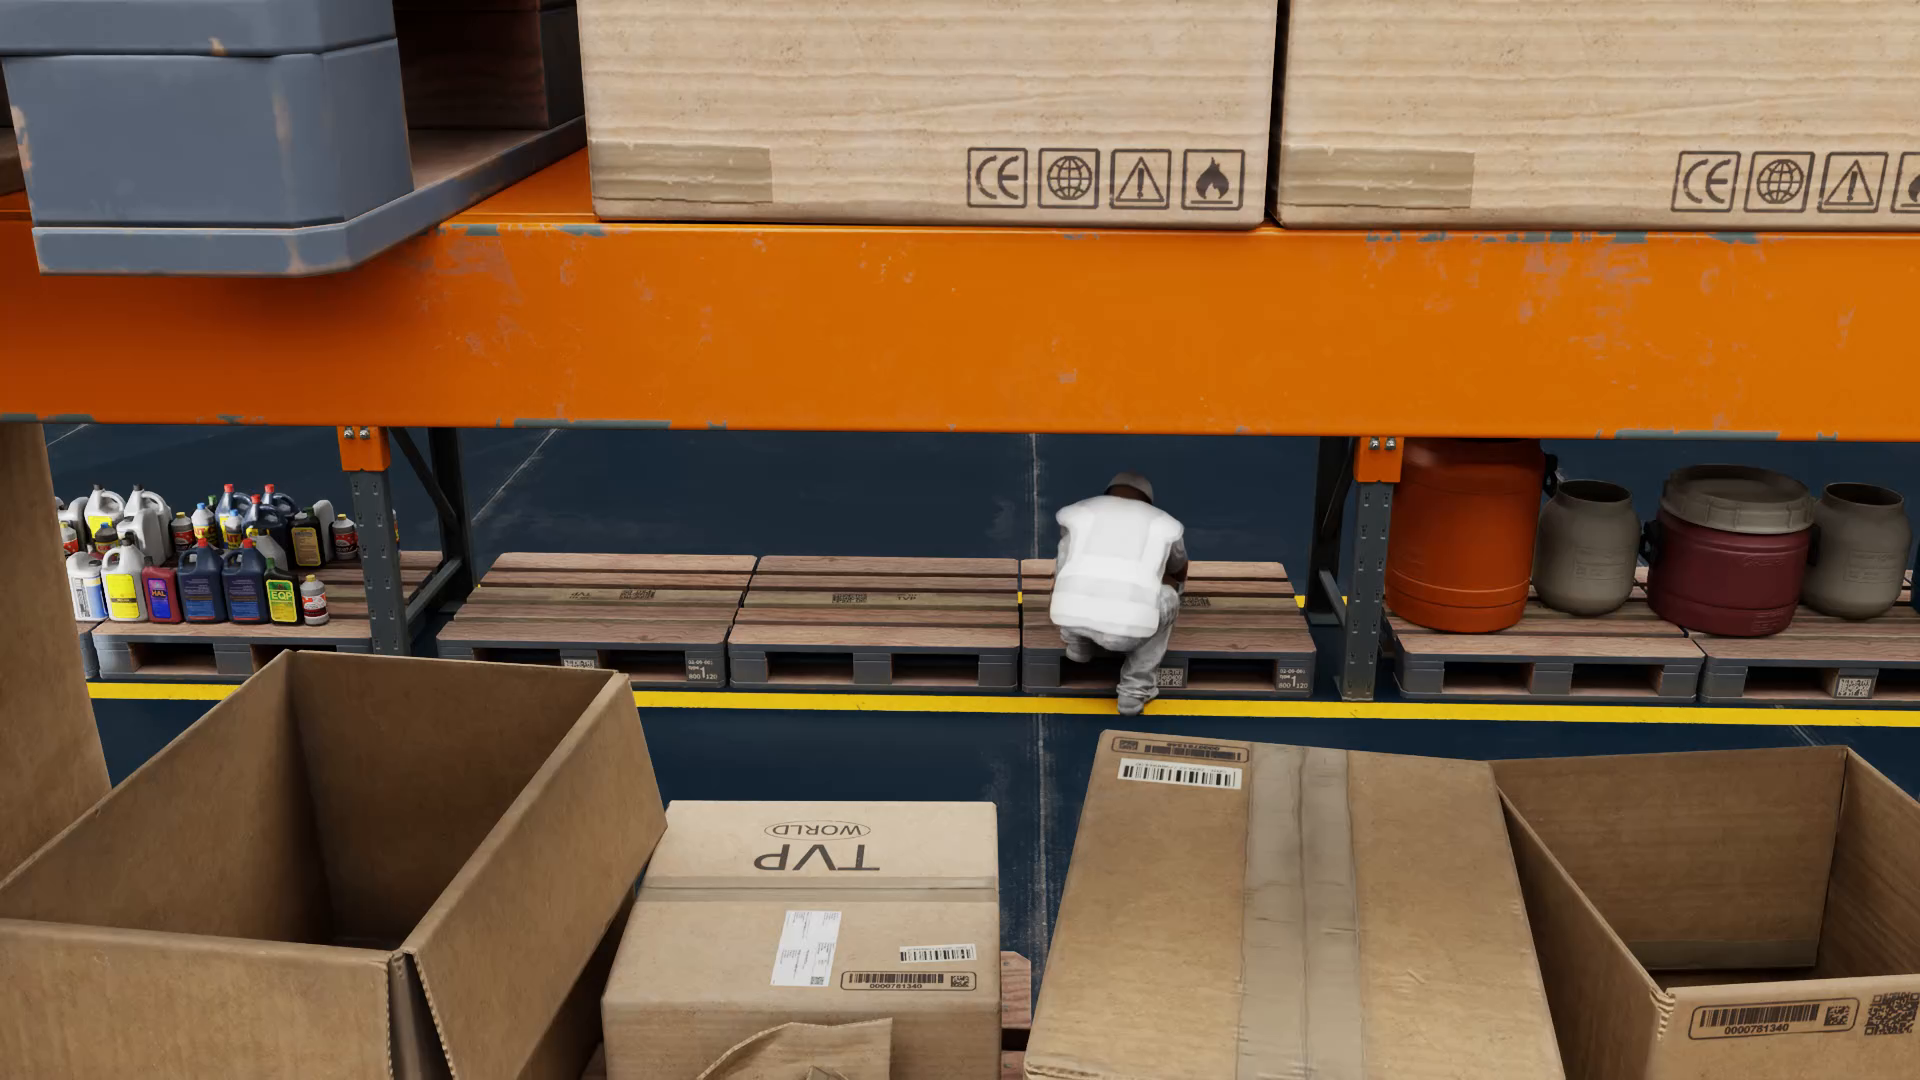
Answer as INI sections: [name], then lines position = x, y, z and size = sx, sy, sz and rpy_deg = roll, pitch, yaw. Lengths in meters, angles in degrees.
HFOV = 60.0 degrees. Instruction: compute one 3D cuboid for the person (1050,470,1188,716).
[person]
position = 0.666, 0.181, 6.928
size = 0.543, 0.835, 1.199
rpy_deg = 6, 21, 16
